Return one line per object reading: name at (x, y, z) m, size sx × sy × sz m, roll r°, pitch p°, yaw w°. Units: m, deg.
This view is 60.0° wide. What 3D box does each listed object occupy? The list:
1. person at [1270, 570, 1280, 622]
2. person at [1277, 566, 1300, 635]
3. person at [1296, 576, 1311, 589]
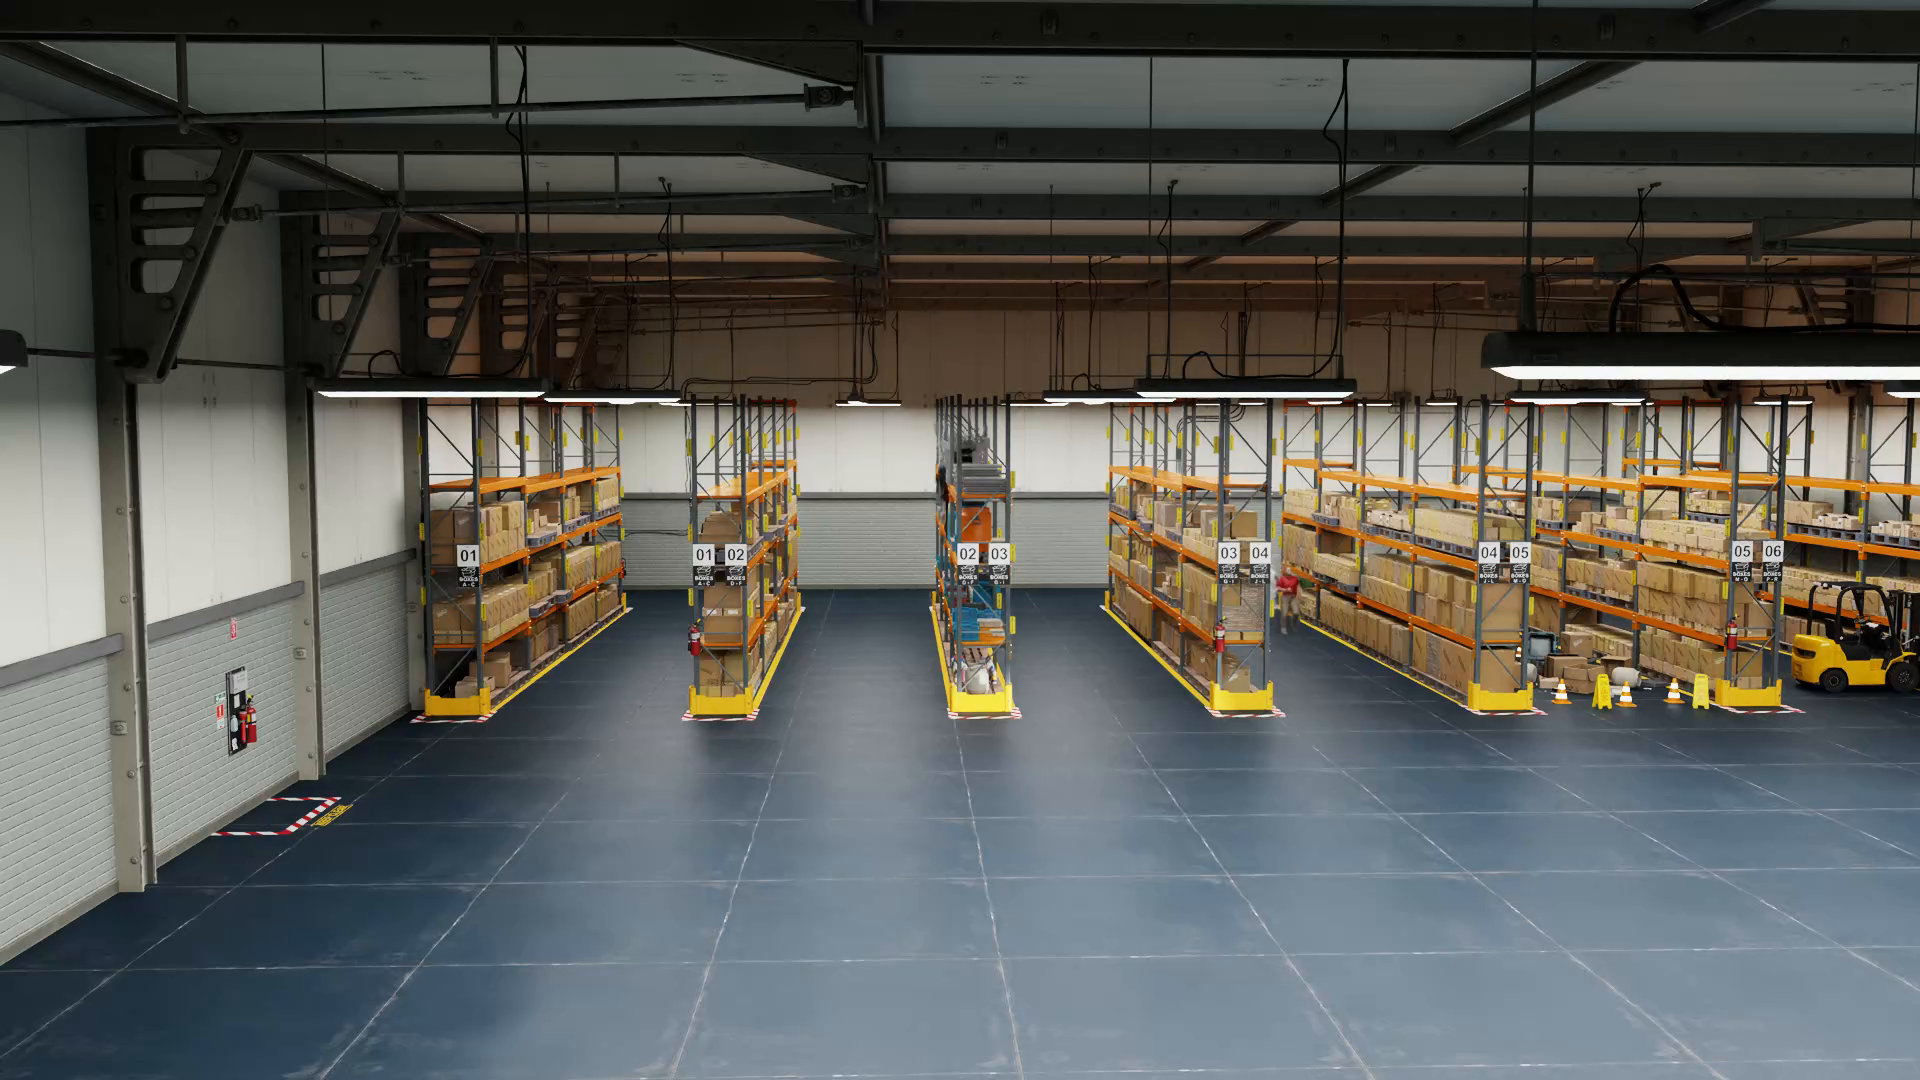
person at (8.116, 1.414, 43.748) m, size 0.663 × 1.745 × 0.516 m, roll 0°, pitch 5°, yaw 3°
person at (8.381, 1.555, 42.247) m, size 0.662 × 1.759 × 0.664 m, roll 0°, pitch 5°, yaw -5°
person at (10.163, 0.972, 49.055) m, size 0.905 × 1.790 × 0.643 m, roll 0°, pitch 5°, yaw 5°
